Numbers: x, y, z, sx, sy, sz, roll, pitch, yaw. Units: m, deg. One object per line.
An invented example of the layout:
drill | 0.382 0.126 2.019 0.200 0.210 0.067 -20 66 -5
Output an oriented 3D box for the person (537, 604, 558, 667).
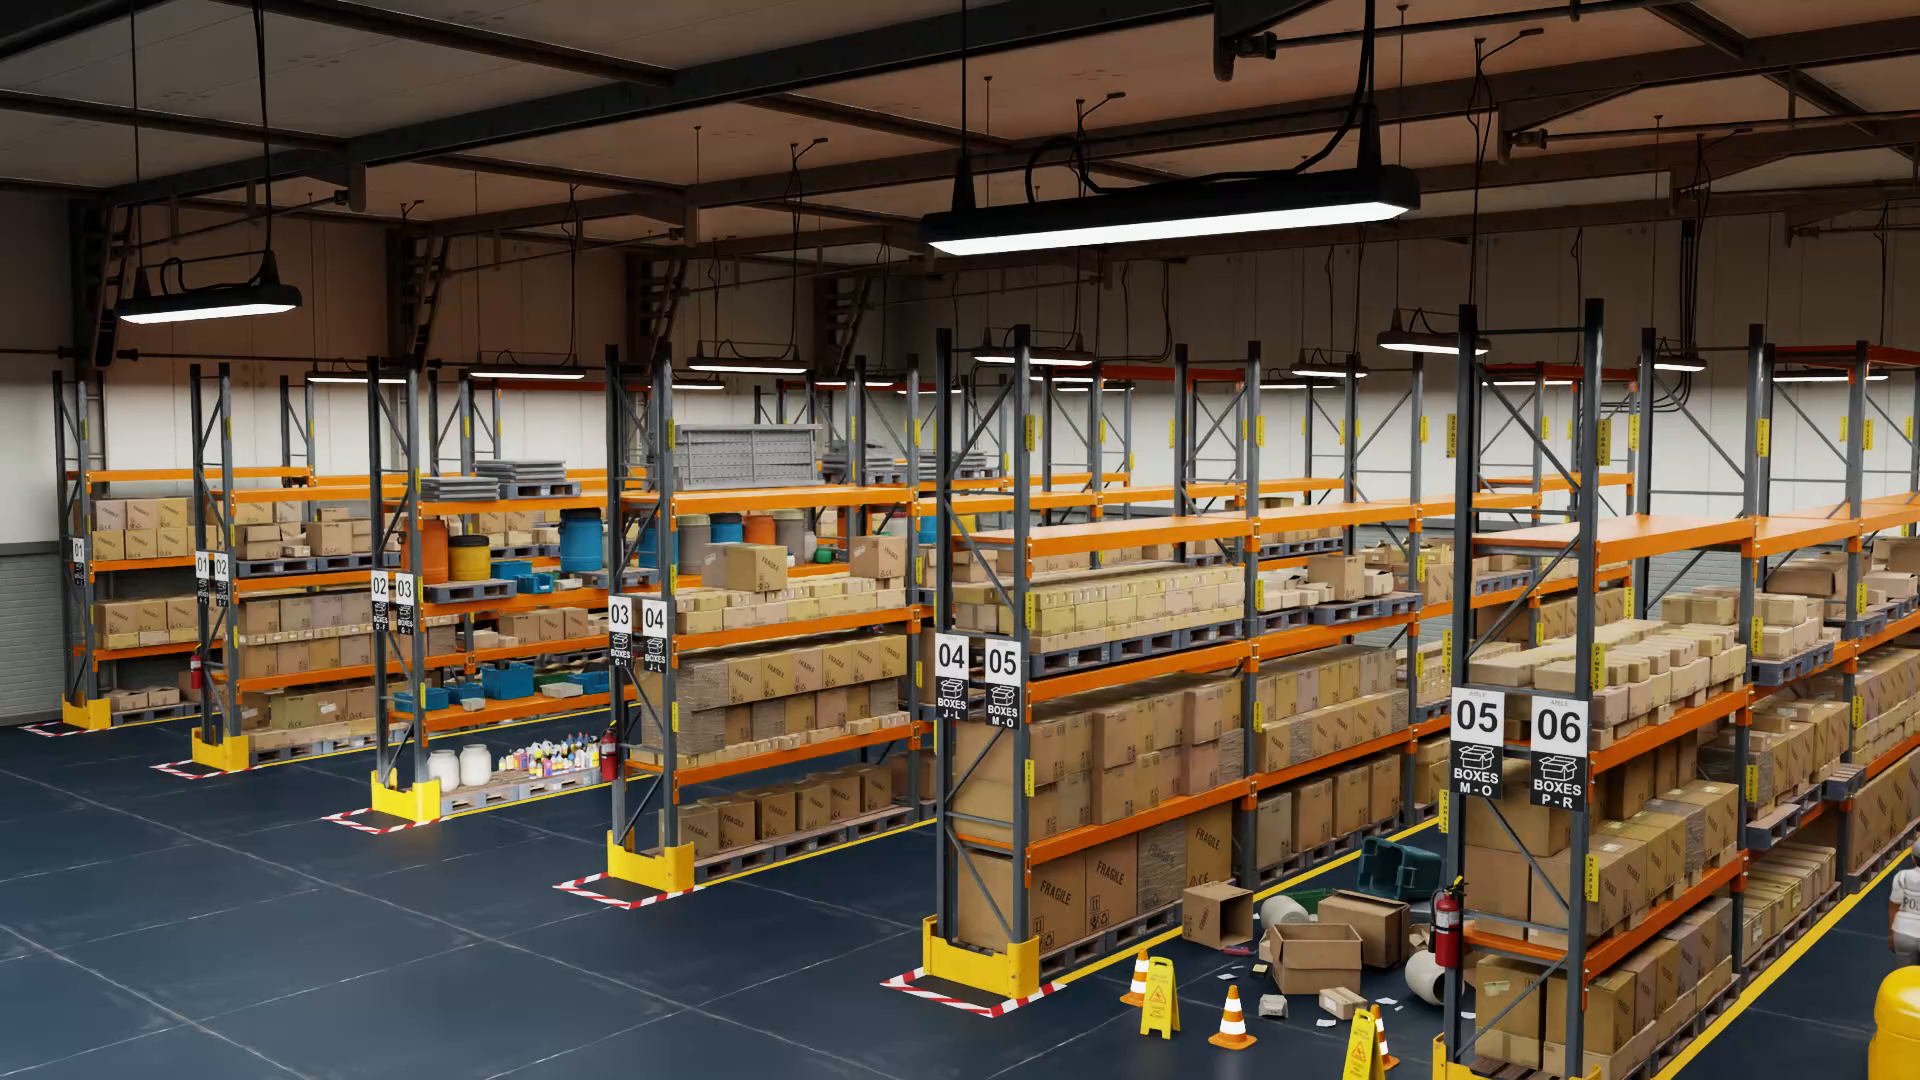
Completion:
person | -8.121 1.981 32.849 0.583 1.659 0.517 3 5 35

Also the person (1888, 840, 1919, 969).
person | 8.029 3.341 13.869 0.531 1.660 0.522 4 6 42
